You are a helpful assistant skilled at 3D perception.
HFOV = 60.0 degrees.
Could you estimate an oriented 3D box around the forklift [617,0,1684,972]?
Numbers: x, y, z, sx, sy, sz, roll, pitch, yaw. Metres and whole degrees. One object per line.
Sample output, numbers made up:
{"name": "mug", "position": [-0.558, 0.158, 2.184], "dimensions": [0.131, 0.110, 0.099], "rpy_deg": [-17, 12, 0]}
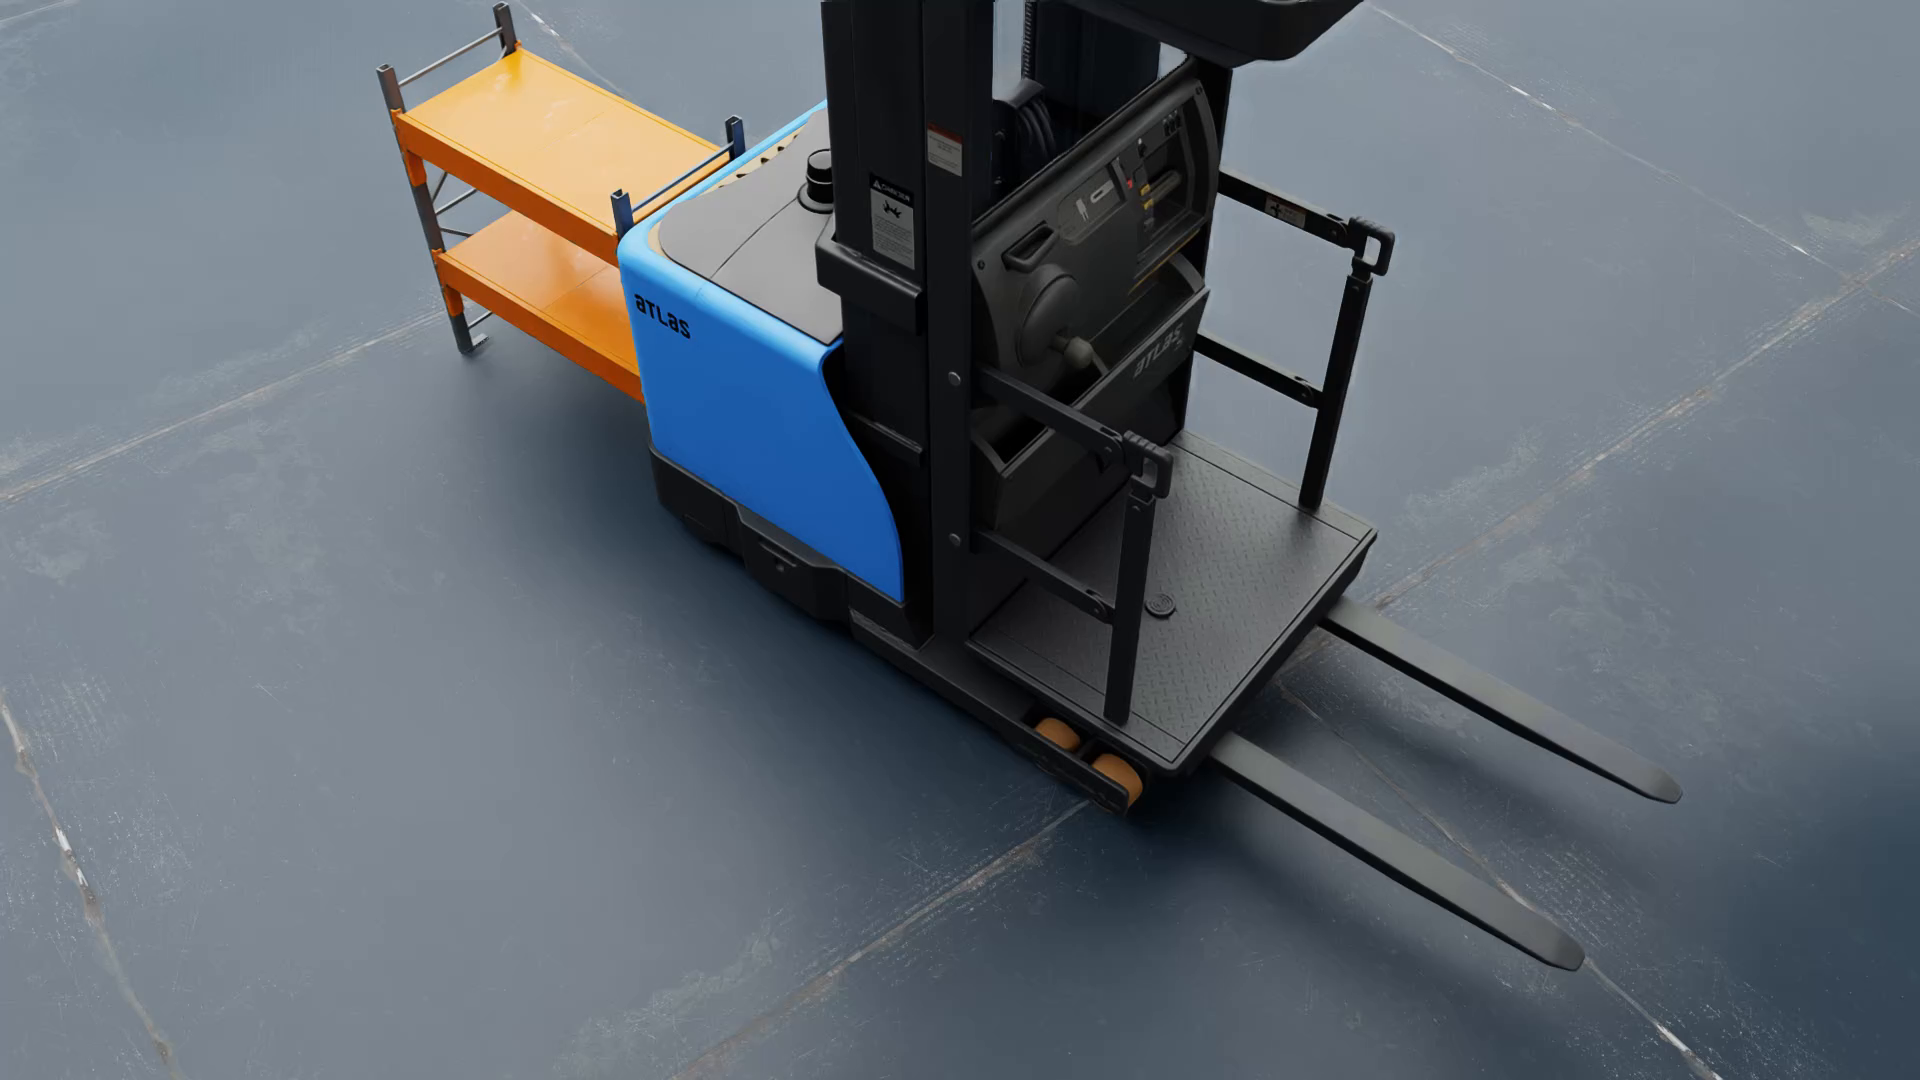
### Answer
{"name": "forklift", "position": [0.507, -0.686, 3.894], "dimensions": [3.031, 2.935, 1.130], "rpy_deg": [30, 55, 25]}

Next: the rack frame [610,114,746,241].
{"name": "rack frame", "position": [-0.802, -0.715, 5.139], "dimensions": [0.032, 1.125, 0.500], "rpy_deg": [30, 55, 25]}

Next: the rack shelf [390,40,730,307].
{"name": "rack shelf", "position": [-1.200, -1.146, 5.134], "dimensions": [1.000, 0.278, 0.538], "rpy_deg": [30, 55, 25]}

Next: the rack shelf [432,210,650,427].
{"name": "rack shelf", "position": [-1.200, -0.785, 5.532], "dimensions": [1.000, 0.278, 0.538], "rpy_deg": [30, 55, 25]}

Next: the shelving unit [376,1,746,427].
{"name": "shelving unit", "position": [-1.200, -0.949, 5.351], "dimensions": [1.048, 1.125, 0.538], "rpy_deg": [30, 55, 25]}

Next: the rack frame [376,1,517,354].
{"name": "rack frame", "position": [-1.598, -1.183, 5.564], "dimensions": [0.032, 1.125, 0.500], "rpy_deg": [30, 55, 25]}
